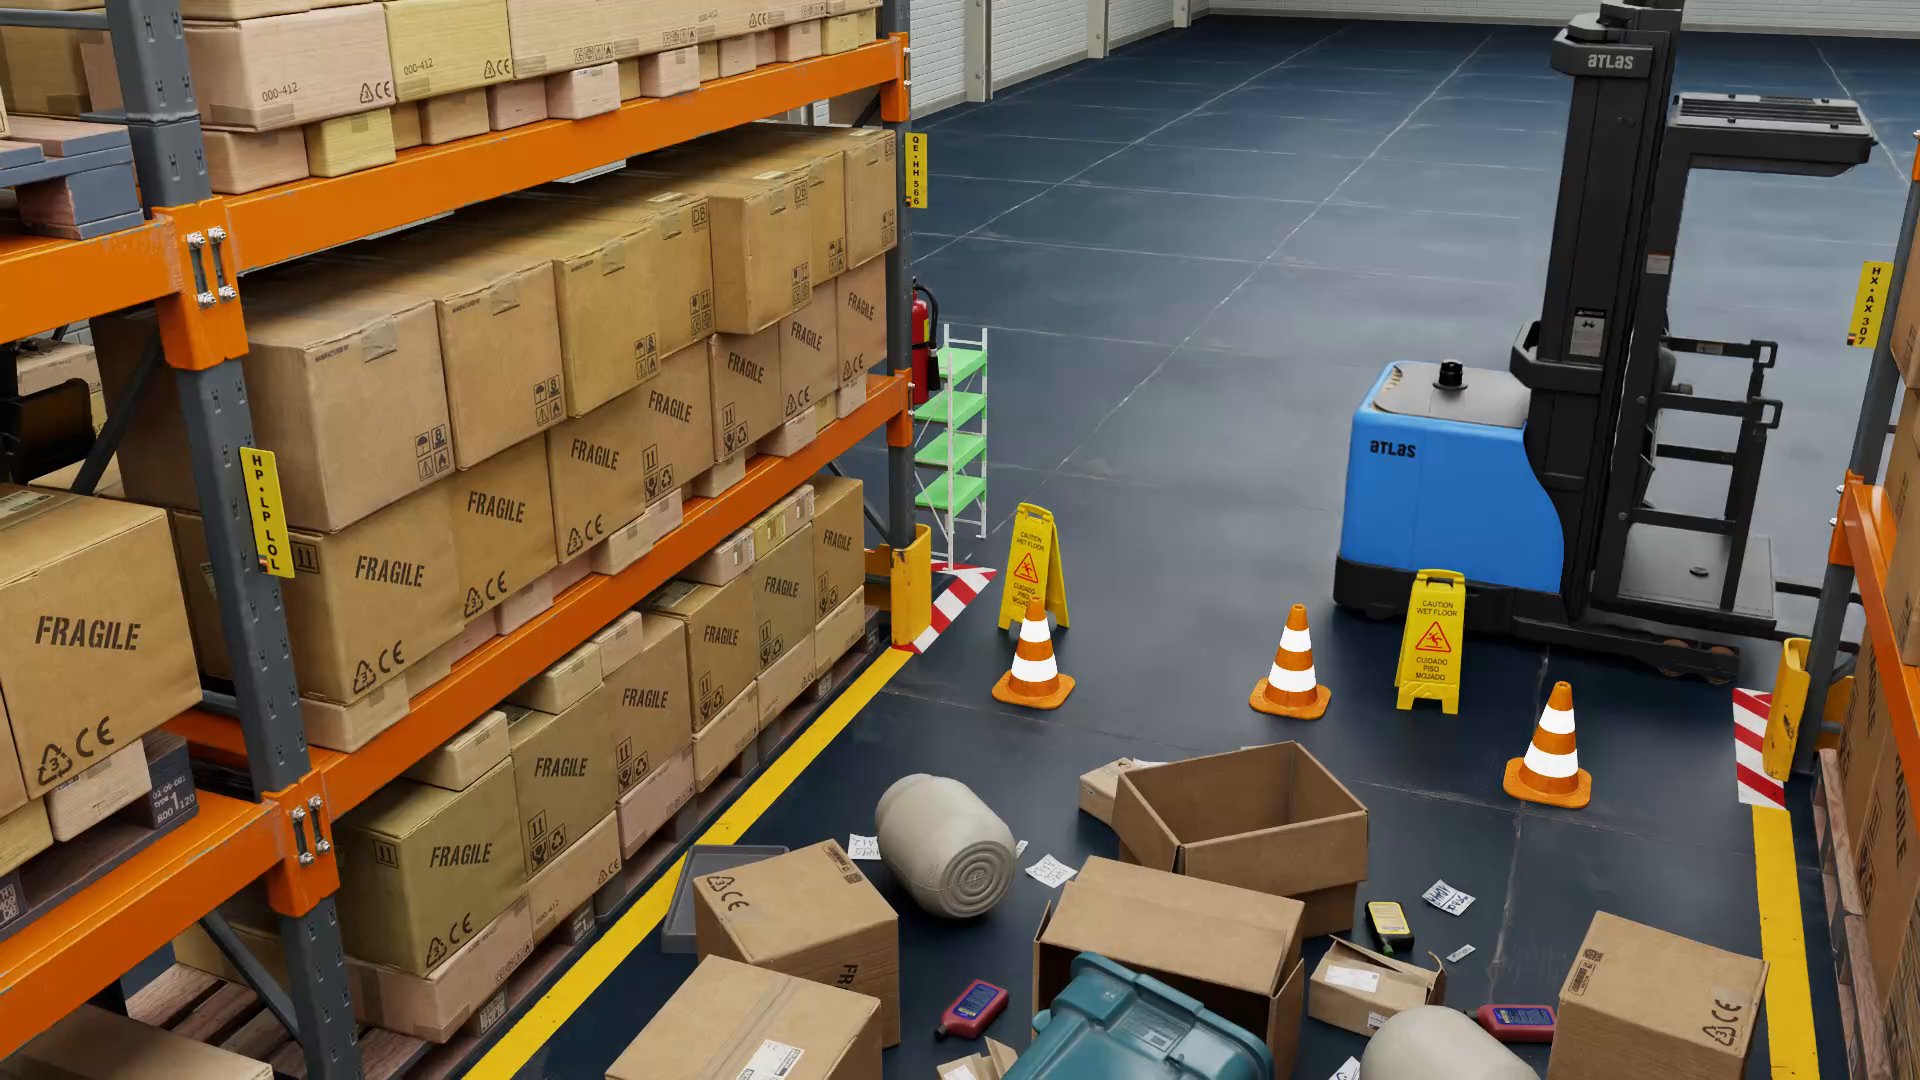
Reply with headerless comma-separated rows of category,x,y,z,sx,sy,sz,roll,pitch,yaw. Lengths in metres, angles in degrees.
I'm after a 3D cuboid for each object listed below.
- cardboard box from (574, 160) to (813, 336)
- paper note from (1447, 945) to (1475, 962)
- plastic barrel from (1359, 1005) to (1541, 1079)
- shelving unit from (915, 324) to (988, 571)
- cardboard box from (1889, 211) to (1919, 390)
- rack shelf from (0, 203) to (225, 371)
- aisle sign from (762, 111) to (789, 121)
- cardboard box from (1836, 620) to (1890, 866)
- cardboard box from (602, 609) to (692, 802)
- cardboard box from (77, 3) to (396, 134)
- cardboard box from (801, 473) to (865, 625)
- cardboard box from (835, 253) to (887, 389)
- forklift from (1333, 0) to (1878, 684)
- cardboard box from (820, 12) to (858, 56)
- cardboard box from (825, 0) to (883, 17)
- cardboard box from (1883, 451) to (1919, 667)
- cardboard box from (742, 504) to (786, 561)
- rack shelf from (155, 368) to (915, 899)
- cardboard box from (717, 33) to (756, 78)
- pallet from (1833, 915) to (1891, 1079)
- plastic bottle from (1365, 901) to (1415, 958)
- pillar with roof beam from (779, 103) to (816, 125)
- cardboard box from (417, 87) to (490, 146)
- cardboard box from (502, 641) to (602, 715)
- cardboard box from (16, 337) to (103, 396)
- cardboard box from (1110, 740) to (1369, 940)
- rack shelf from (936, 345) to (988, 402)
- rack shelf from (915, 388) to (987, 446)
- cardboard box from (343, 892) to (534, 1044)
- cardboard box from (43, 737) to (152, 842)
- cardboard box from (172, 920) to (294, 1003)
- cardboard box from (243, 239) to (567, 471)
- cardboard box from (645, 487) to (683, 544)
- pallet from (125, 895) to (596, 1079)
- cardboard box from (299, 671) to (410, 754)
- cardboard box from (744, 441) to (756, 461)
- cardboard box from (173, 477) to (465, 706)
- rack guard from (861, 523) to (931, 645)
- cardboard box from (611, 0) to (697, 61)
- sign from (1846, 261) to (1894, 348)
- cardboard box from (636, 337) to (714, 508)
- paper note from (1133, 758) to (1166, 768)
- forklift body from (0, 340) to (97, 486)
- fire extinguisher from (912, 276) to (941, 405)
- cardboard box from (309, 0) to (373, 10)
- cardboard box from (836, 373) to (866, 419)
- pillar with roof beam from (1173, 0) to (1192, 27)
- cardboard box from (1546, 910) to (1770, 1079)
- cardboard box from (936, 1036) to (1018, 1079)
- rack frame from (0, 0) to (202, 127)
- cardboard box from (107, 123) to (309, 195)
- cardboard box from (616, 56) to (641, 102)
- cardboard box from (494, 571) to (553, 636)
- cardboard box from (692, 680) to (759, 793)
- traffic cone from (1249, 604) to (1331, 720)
cardboard box,-0.977,-1.093,6.161,0.700,0.500,0.500,8,24,19
paper note,1.745,1.440,5.791,0.123,0.001,0.032,-17,28,-35
plastic barrel,1.444,1.628,4.804,0.421,0.421,0.512,-12,25,-26
shelving unit,-0.061,-0.494,8.877,0.258,1.200,0.503,9,24,20
cardboard box,3.759,-0.807,5.695,0.875,0.550,0.550,9,24,20
rack shelf,-2.929,0.056,2.267,1.077,0.370,4.000,9,24,20
aisle sign,-0.965,-2.305,7.505,0.394,0.787,0.004,9,24,20
cardboard box,3.742,0.672,5.961,0.875,0.875,0.875,9,24,20
cardboard box,-1.335,0.570,6.043,0.500,0.500,0.500,10,25,23
cardboard box,-1.769,-1.178,4.096,0.500,0.250,0.500,8,24,19
cardboard box,-0.756,0.014,7.375,0.500,0.500,0.500,9,24,20
cardboard box,-0.646,-0.989,7.210,0.500,0.500,0.500,8,24,19
forklift,3.439,-0.923,7.656,3.031,2.935,1.130,9,24,21
cardboard box,-0.636,-2.046,6.691,0.380,0.149,0.250,9,24,20
cardboard box,-0.641,-2.270,6.709,0.500,0.250,0.500,8,24,19
cardboard box,3.328,0.086,4.959,0.875,0.550,0.550,9,24,20
cardboard box,-0.926,-0.055,6.698,0.380,0.149,0.250,9,24,21
rack shelf,-1.444,0.008,6.272,1.077,0.370,4.000,9,24,20
cardboard box,-0.970,-1.779,6.051,0.380,0.149,0.250,9,24,20
pallet,3.254,1.652,5.020,1.003,0.211,1.213,9,24,20
plastic bottle,1.523,1.379,5.869,0.133,0.061,0.283,1,23,2
pillar with roof beam,2.048,-8.075,16.906,9.100,9.000,0.400,9,24,20
cardboard box,-1.574,-1.227,4.729,0.380,0.149,0.250,10,25,22
cardboard box,-1.425,0.429,5.539,0.380,0.149,0.250,10,25,22
cardboard box,-5.192,-0.926,9.299,0.500,0.250,0.500,10,25,22
cardboard box,0.997,1.104,5.955,0.797,0.503,0.637,-7,24,-17
rack shelf,-0.061,-0.878,8.717,0.258,0.148,0.480,9,24,20
rack shelf,-0.061,-0.657,8.809,0.258,0.148,0.480,9,24,20
cardboard box,-1.717,1.295,5.282,0.500,0.250,0.500,8,24,18
cardboard box,-2.121,0.538,3.852,0.380,0.149,0.250,9,24,21
cardboard box,-2.216,1.217,5.467,0.500,0.250,0.500,10,25,22
cardboard box,-1.612,-0.559,4.883,0.700,0.500,0.500,9,24,20
cardboard box,-1.220,-0.109,5.946,0.380,0.149,0.250,9,24,20
pallet,-1.970,1.433,5.545,1.003,0.211,1.213,9,24,20
cardboard box,-1.772,0.441,4.628,0.380,0.149,0.250,9,24,20
cardboard box,-1.040,-0.396,6.632,0.380,0.149,0.250,9,24,21
cardboard box,-1.764,0.091,4.624,0.500,0.500,0.500,9,24,20
rack guard,-0.729,0.141,8.263,1.175,0.500,0.348,9,24,20
cardboard box,-1.202,-1.723,5.399,0.500,0.250,0.500,9,24,21
sign,3.420,-0.884,6.250,0.100,0.325,0.005,9,24,20
cardboard box,-1.232,-0.453,5.928,0.500,0.500,0.500,9,24,21
paper note,0.796,0.954,6.927,0.148,0.019,0.142,1,23,2
forklift body,-4.321,-0.417,7.458,2.313,2.155,1.214,9,24,20
fire extinguisher,-0.230,-0.979,7.801,0.296,0.674,0.183,9,24,20
cardboard box,-1.697,-1.407,4.127,0.380,0.149,0.250,10,25,22
cardboard box,-0.632,-0.652,7.246,0.380,0.149,0.250,8,24,19
pillar with roof beam,8.734,-14.516,32.327,9.100,9.000,0.400,9,24,20
cardboard box,2.071,1.514,4.973,0.500,0.500,0.500,13,26,29
cardboard box,0.109,1.669,4.909,0.258,0.266,0.396,-7,24,-17
rack frame,-2.186,-2.376,3.263,1.000,3.000,0.127,9,24,20
cardboard box,-1.839,-0.953,4.075,0.380,0.149,0.250,8,24,19
cardboard box,-1.268,-1.505,5.396,0.380,0.149,0.250,9,24,20
cardboard box,-1.531,0.160,5.300,0.380,0.149,0.250,10,25,22
cardboard box,-1.140,0.736,6.619,0.500,0.250,0.500,8,24,18
traffic cone,1.494,0.507,7.436,0.336,0.463,0.334,9,24,20
